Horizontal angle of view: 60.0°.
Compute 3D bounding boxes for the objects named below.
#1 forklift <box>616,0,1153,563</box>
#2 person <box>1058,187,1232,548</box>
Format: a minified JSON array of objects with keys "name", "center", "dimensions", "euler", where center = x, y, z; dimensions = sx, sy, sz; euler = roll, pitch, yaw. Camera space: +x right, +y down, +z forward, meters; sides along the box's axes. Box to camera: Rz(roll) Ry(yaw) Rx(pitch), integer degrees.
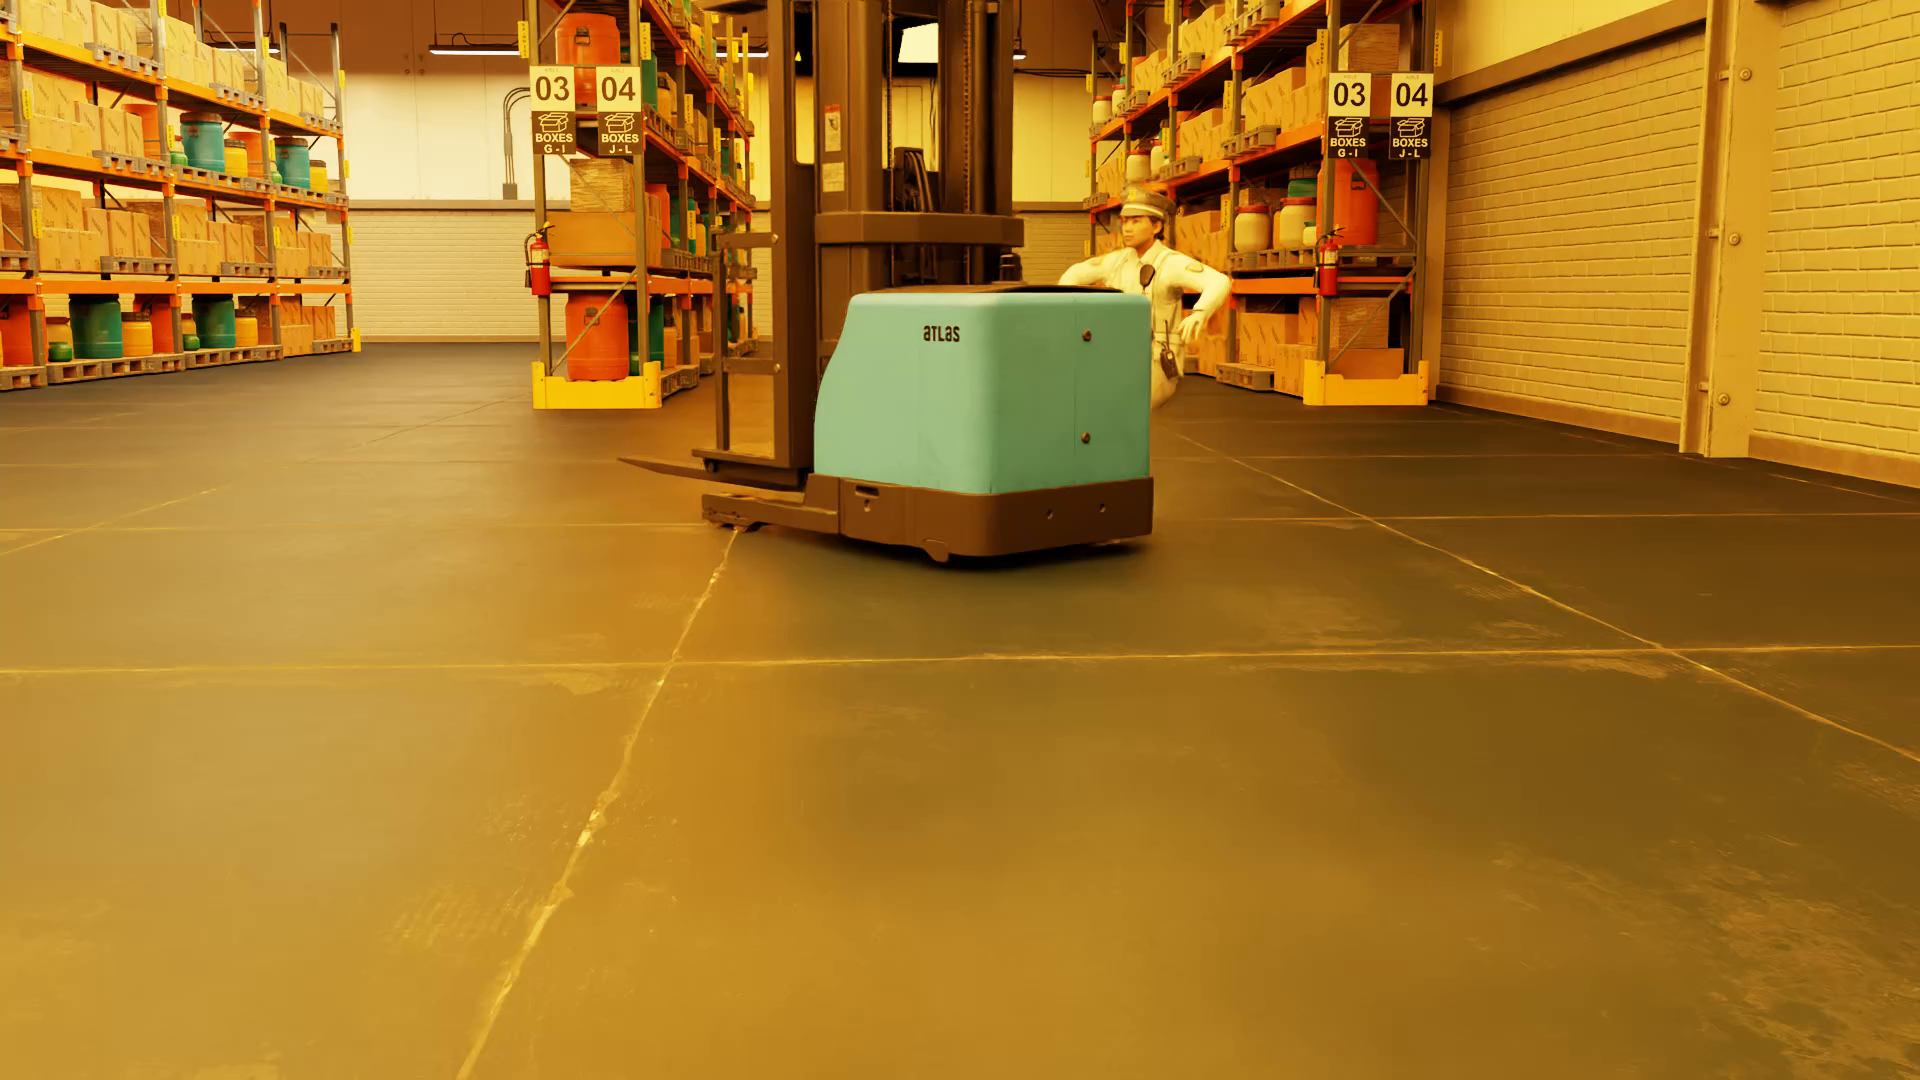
[{"name":"forklift","center":[-0.542,-1.525,7.602],"dimensions":[1.130,2.935,3.031],"euler":[-7,11,-41]},{"name":"person","center":[0.651,-0.764,7.232],"dimensions":[0.767,1.525,0.961],"euler":[-7,11,-39]}]
